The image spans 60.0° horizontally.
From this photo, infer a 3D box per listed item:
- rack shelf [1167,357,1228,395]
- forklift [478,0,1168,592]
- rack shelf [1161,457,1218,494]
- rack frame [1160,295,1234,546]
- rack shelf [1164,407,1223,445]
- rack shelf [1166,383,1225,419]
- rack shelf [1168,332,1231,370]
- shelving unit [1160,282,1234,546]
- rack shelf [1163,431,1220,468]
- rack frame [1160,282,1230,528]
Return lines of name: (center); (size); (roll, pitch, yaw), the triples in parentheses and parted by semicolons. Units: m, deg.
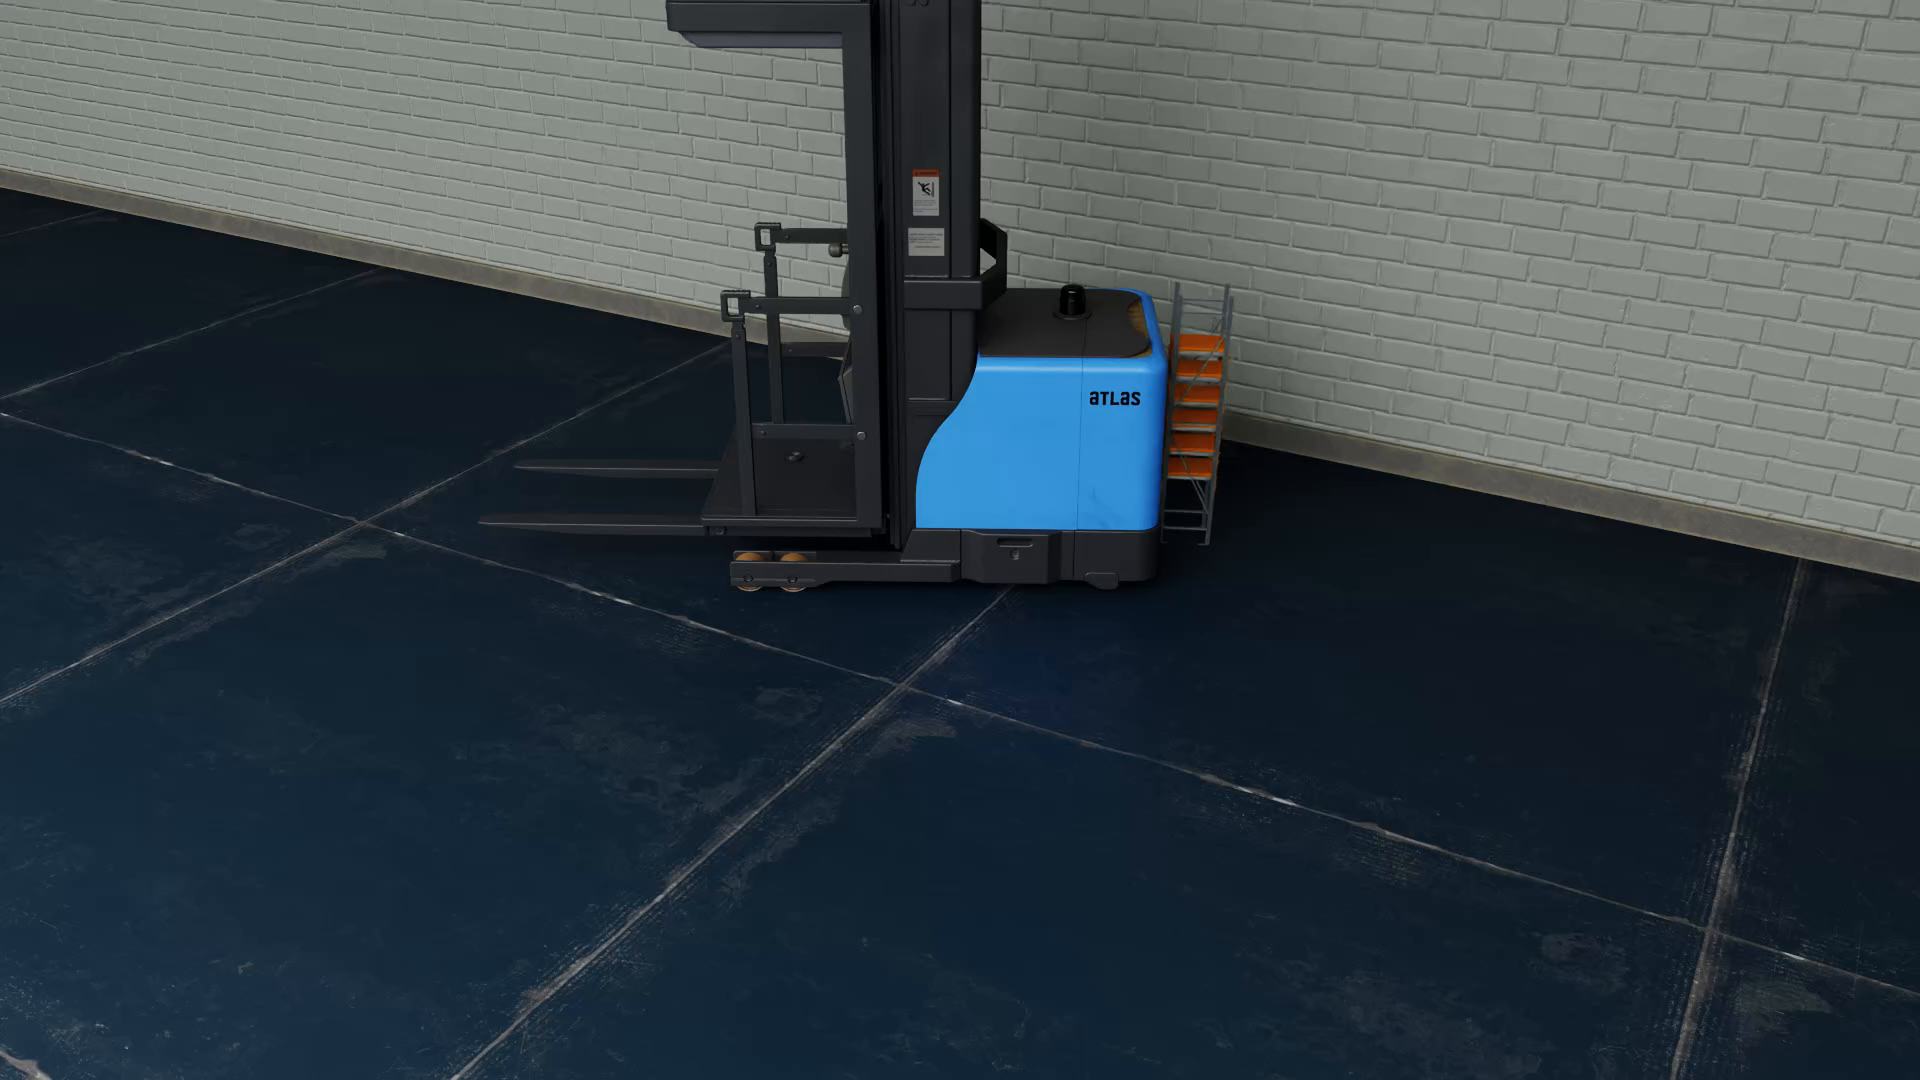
rack shelf: (1.056, -0.731, 7.426); (0.258, 0.103, 0.180); (2, 27, 2)
forklift: (-0.627, -1.319, 7.110); (3.031, 2.935, 1.130); (1, 27, 1)
rack shelf: (1.044, -0.302, 7.642); (0.258, 0.103, 0.180); (2, 27, 2)
rack frame: (1.047, -0.515, 7.432); (0.240, 1.200, 0.006); (2, 27, 2)
rack shelf: (1.050, -0.517, 7.534); (0.258, 0.103, 0.180); (2, 27, 2)
rack shelf: (1.053, -0.624, 7.480); (0.258, 0.103, 0.180); (2, 27, 2)
rack shelf: (1.059, -0.838, 7.372); (0.258, 0.103, 0.180); (2, 27, 2)
shelving unit: (1.051, -0.556, 7.514); (0.258, 1.200, 0.189); (2, 27, 2)
rack shelf: (1.047, -0.410, 7.588); (0.258, 0.103, 0.180); (2, 27, 2)
rack frame: (1.055, -0.597, 7.596); (0.240, 1.200, 0.006); (2, 27, 2)
